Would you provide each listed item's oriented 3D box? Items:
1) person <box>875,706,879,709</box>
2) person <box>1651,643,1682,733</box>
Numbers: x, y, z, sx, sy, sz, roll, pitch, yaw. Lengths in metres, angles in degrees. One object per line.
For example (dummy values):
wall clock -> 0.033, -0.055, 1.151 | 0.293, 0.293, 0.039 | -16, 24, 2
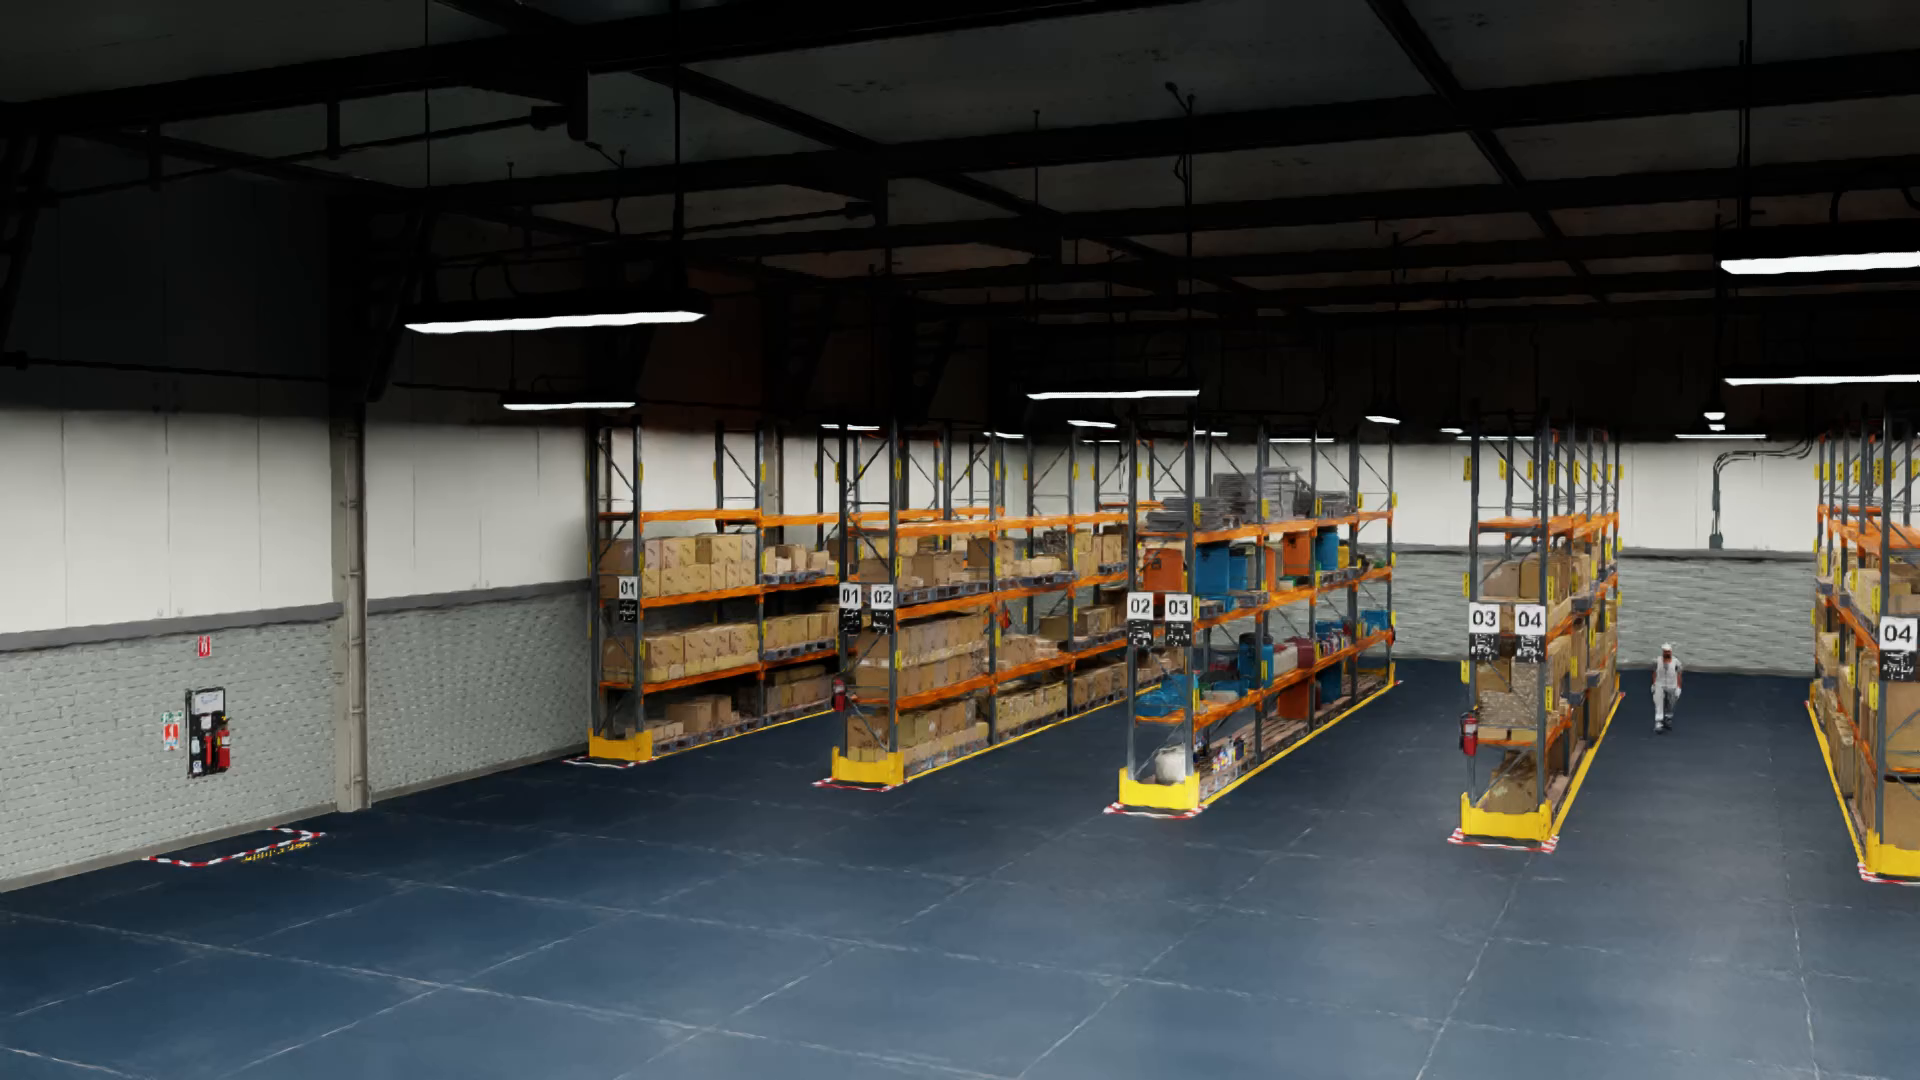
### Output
person -> -1.504, 2.765, 33.629 | 0.454, 1.679, 0.539 | 0, 2, -2
person -> 13.559, 2.819, 31.912 | 0.550, 1.709, 1.128 | 1, 3, 23
